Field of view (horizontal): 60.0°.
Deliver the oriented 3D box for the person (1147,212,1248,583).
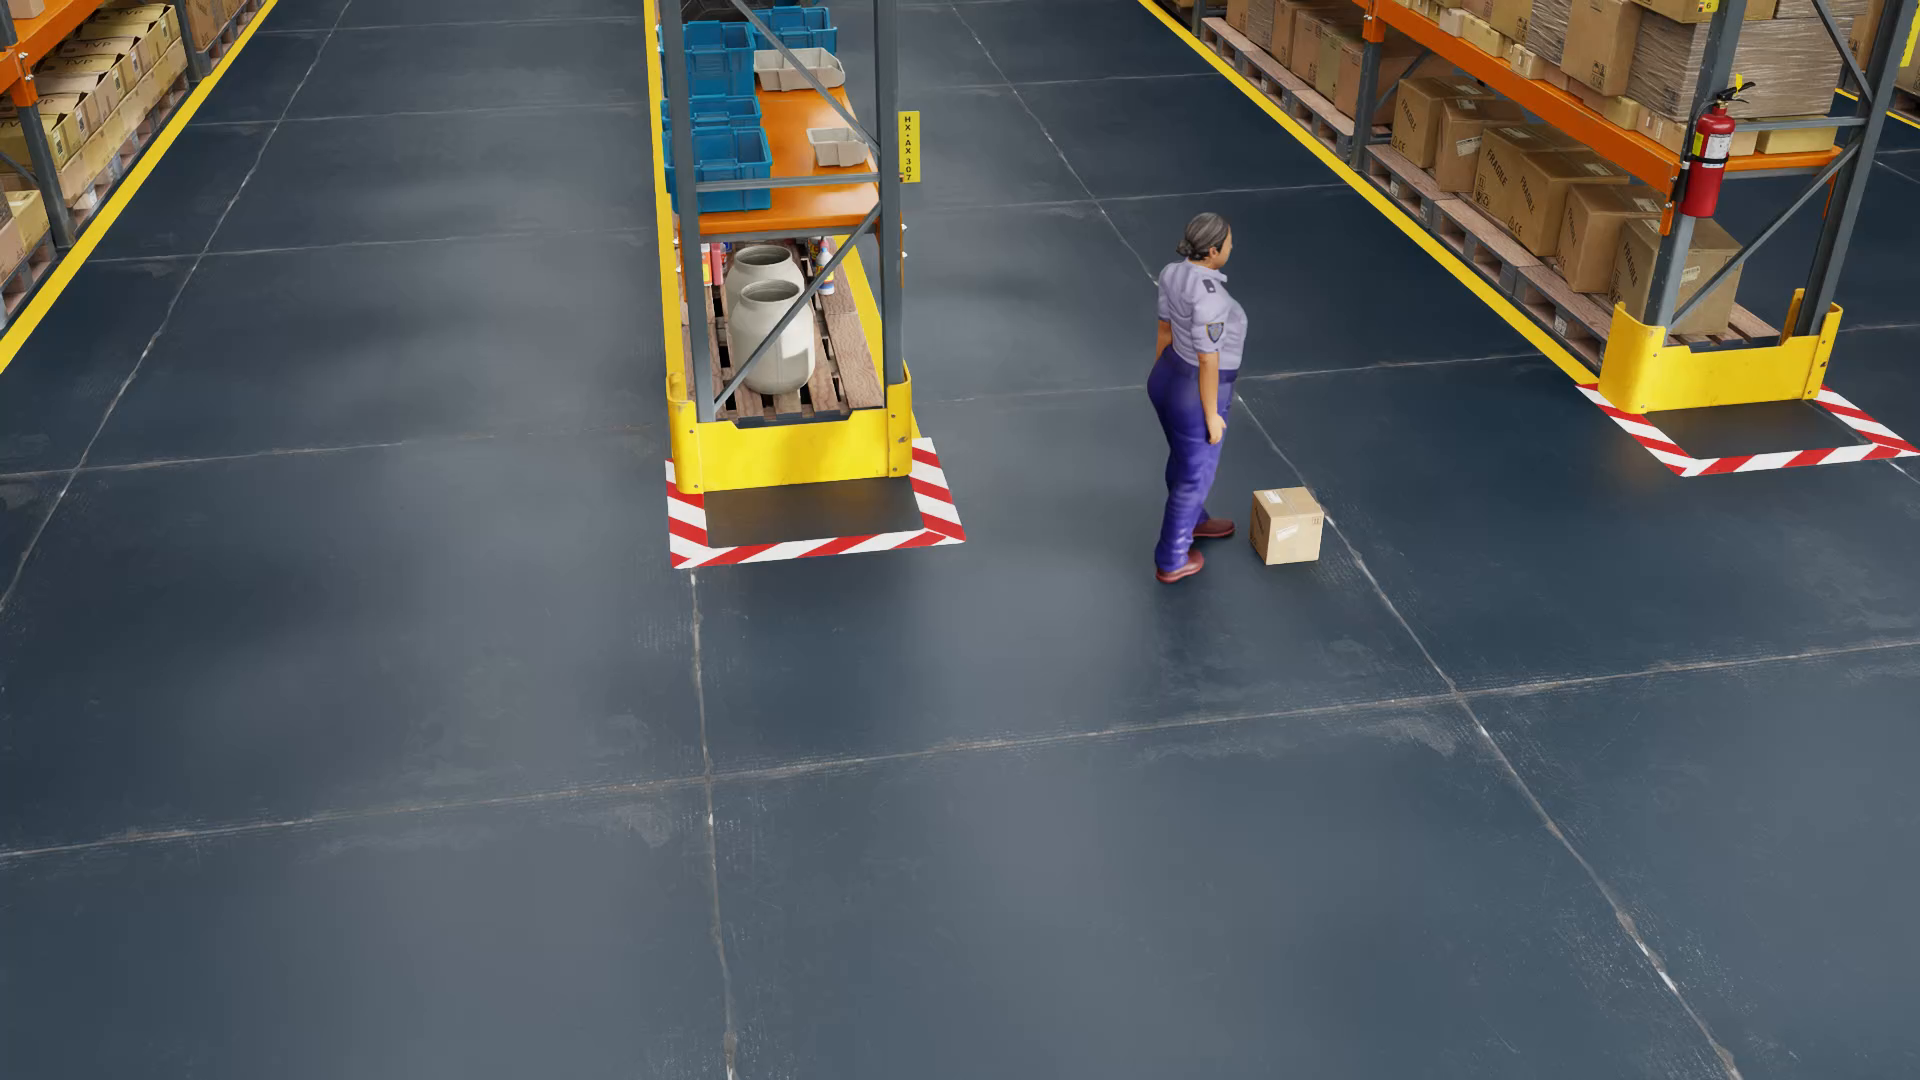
[{"bbox_3d":[1.074,-0.636,7.220,0.547,1.635,0.492,-11,33,-18],"label":"person"}]
